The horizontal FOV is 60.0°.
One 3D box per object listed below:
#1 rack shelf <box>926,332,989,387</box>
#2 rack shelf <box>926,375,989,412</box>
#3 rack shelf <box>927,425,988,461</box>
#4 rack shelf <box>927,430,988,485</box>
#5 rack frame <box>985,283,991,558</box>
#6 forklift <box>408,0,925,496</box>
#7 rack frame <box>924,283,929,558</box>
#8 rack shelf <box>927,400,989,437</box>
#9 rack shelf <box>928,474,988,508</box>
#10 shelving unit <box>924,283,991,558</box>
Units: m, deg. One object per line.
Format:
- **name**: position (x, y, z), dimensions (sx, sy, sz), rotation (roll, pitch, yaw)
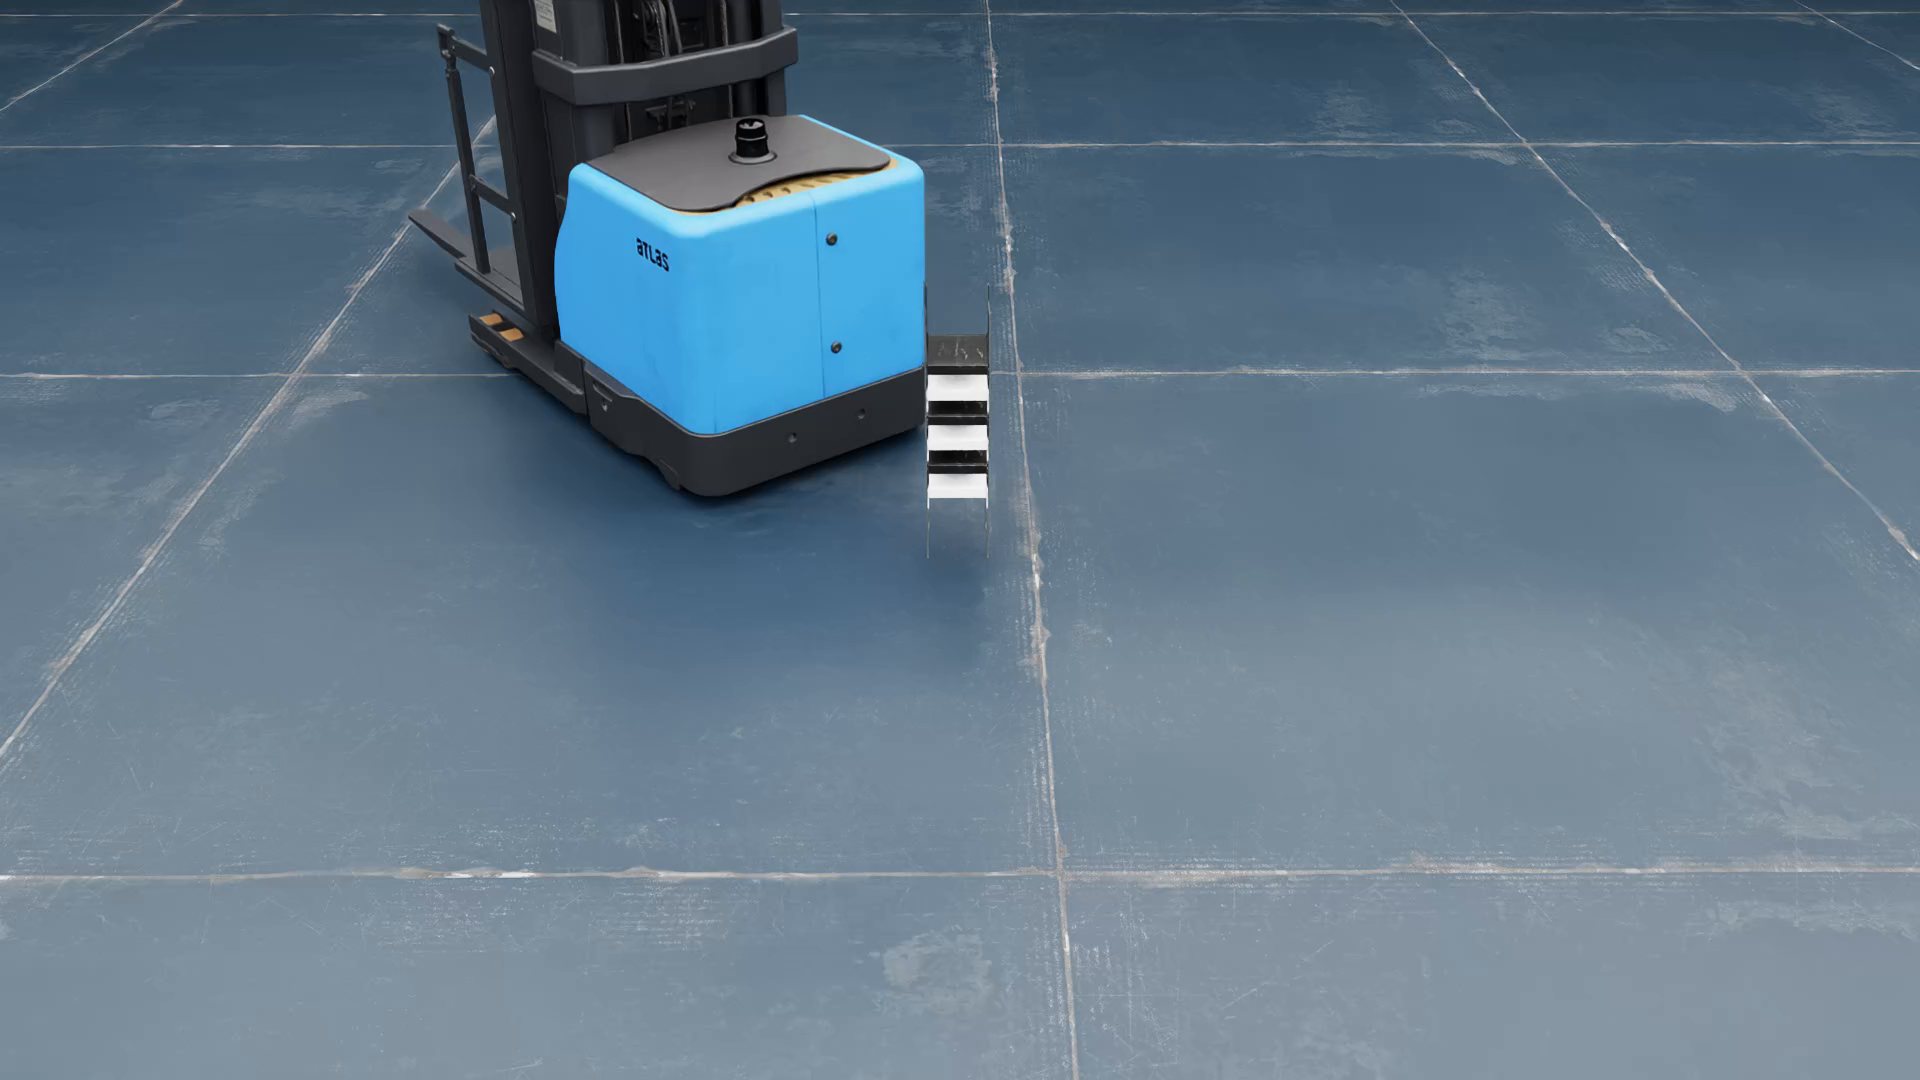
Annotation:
- **rack shelf**: position (-0.008, -0.587, 5.394), dimensions (0.200, 0.077, 0.258), rotation (0, 31, 0)
- **rack shelf**: position (-0.008, -0.510, 5.440), dimensions (0.200, 0.077, 0.258), rotation (0, 31, 0)
- **rack shelf**: position (-0.008, -0.356, 5.534), dimensions (0.200, 0.077, 0.258), rotation (0, 31, 0)
- **rack shelf**: position (-0.008, -0.279, 5.581), dimensions (0.200, 0.077, 0.258), rotation (0, 31, 0)
- **rack frame**: position (0.094, -0.385, 5.517), dimensions (0.006, 0.900, 0.240), rotation (0, 31, 0)
- **forklift**: position (-1.419, -2.107, 6.397), dimensions (1.130, 2.935, 3.031), rotation (-22, 38, -32)
- **rack frame**: position (-0.110, -0.384, 5.516), dimensions (0.006, 0.900, 0.240), rotation (0, 31, 0)
- **rack shelf**: position (-0.008, -0.433, 5.487), dimensions (0.200, 0.077, 0.258), rotation (0, 31, 0)
- **rack shelf**: position (-0.008, -0.202, 5.627), dimensions (0.200, 0.077, 0.258), rotation (0, 31, 0)
- **shelving unit**: position (-0.008, -0.385, 5.517), dimensions (0.210, 0.900, 0.258), rotation (0, 31, 0)
